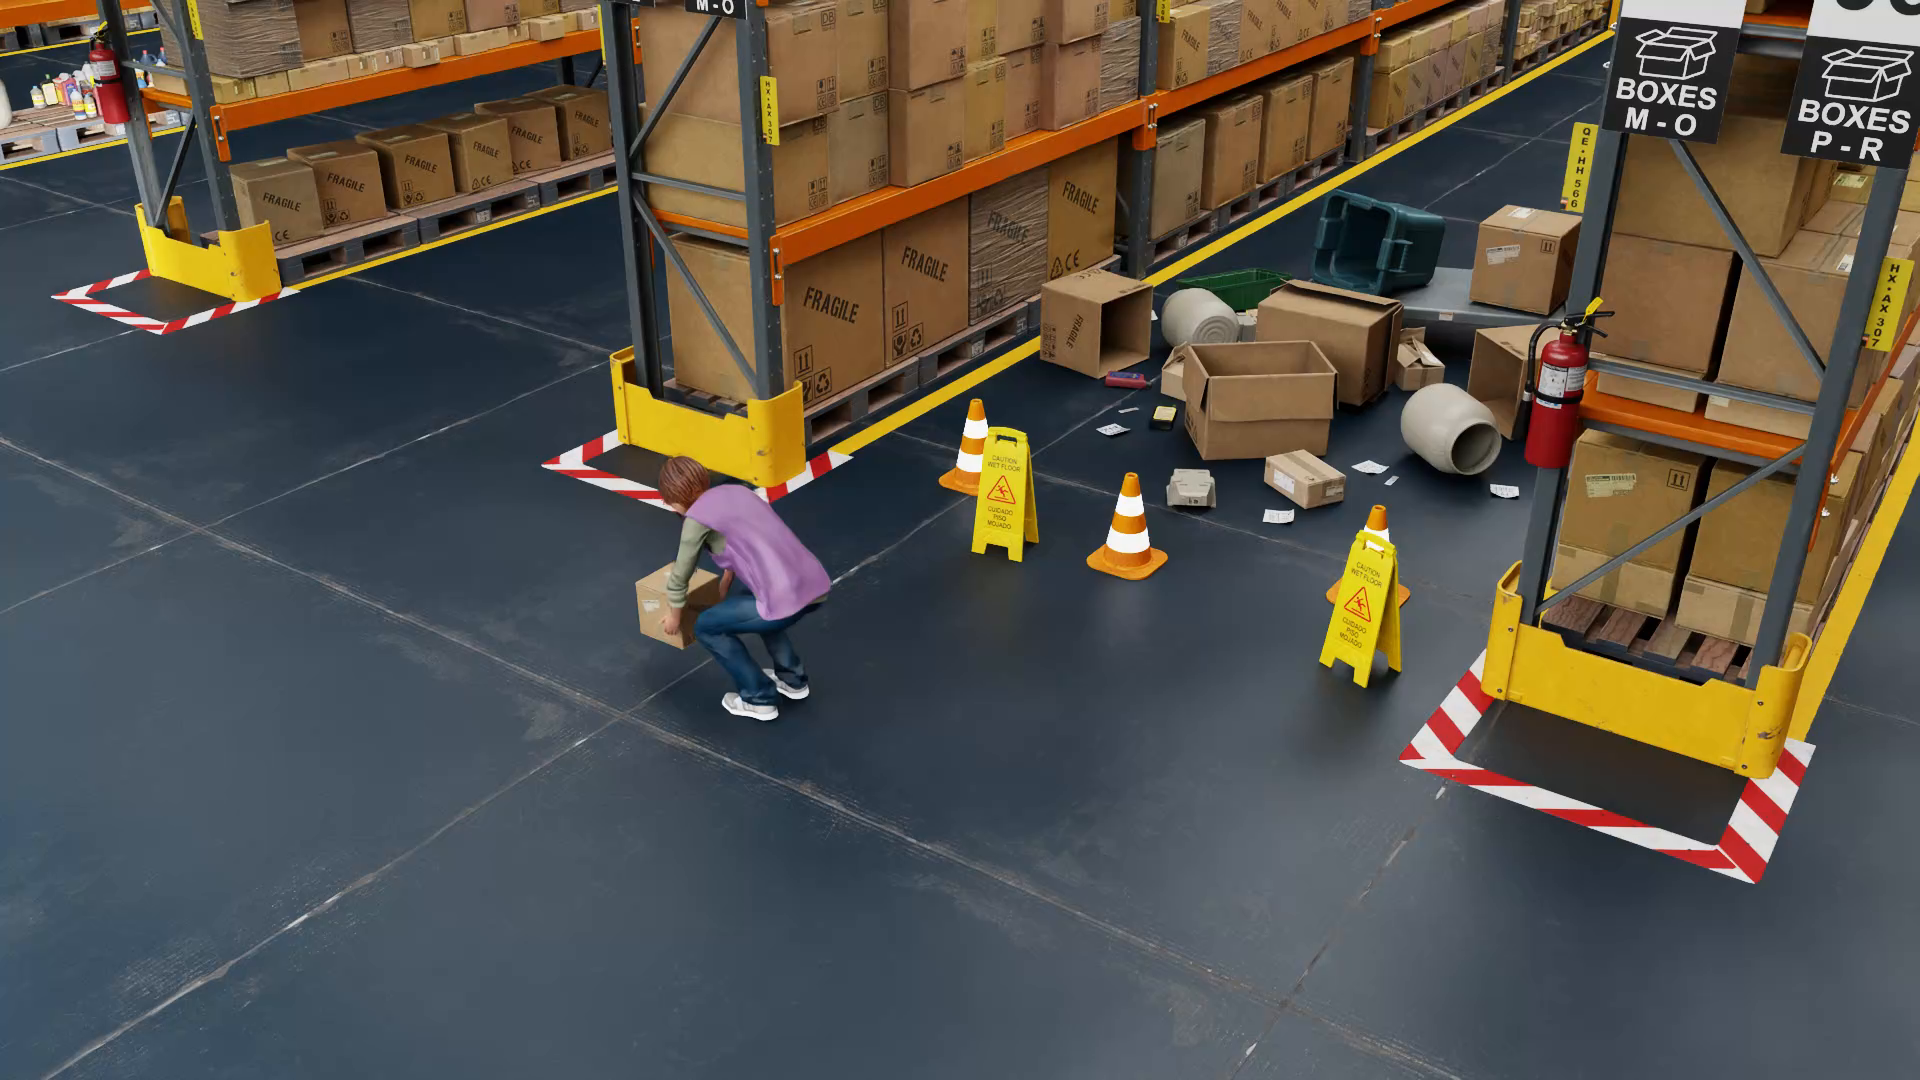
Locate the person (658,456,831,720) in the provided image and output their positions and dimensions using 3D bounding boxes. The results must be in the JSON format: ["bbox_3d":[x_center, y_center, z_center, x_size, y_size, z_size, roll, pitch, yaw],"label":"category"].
[{"bbox_3d":[-0.892,0.217,6.818,0.752,1.041,0.460,17,32,30],"label":"person"}]
